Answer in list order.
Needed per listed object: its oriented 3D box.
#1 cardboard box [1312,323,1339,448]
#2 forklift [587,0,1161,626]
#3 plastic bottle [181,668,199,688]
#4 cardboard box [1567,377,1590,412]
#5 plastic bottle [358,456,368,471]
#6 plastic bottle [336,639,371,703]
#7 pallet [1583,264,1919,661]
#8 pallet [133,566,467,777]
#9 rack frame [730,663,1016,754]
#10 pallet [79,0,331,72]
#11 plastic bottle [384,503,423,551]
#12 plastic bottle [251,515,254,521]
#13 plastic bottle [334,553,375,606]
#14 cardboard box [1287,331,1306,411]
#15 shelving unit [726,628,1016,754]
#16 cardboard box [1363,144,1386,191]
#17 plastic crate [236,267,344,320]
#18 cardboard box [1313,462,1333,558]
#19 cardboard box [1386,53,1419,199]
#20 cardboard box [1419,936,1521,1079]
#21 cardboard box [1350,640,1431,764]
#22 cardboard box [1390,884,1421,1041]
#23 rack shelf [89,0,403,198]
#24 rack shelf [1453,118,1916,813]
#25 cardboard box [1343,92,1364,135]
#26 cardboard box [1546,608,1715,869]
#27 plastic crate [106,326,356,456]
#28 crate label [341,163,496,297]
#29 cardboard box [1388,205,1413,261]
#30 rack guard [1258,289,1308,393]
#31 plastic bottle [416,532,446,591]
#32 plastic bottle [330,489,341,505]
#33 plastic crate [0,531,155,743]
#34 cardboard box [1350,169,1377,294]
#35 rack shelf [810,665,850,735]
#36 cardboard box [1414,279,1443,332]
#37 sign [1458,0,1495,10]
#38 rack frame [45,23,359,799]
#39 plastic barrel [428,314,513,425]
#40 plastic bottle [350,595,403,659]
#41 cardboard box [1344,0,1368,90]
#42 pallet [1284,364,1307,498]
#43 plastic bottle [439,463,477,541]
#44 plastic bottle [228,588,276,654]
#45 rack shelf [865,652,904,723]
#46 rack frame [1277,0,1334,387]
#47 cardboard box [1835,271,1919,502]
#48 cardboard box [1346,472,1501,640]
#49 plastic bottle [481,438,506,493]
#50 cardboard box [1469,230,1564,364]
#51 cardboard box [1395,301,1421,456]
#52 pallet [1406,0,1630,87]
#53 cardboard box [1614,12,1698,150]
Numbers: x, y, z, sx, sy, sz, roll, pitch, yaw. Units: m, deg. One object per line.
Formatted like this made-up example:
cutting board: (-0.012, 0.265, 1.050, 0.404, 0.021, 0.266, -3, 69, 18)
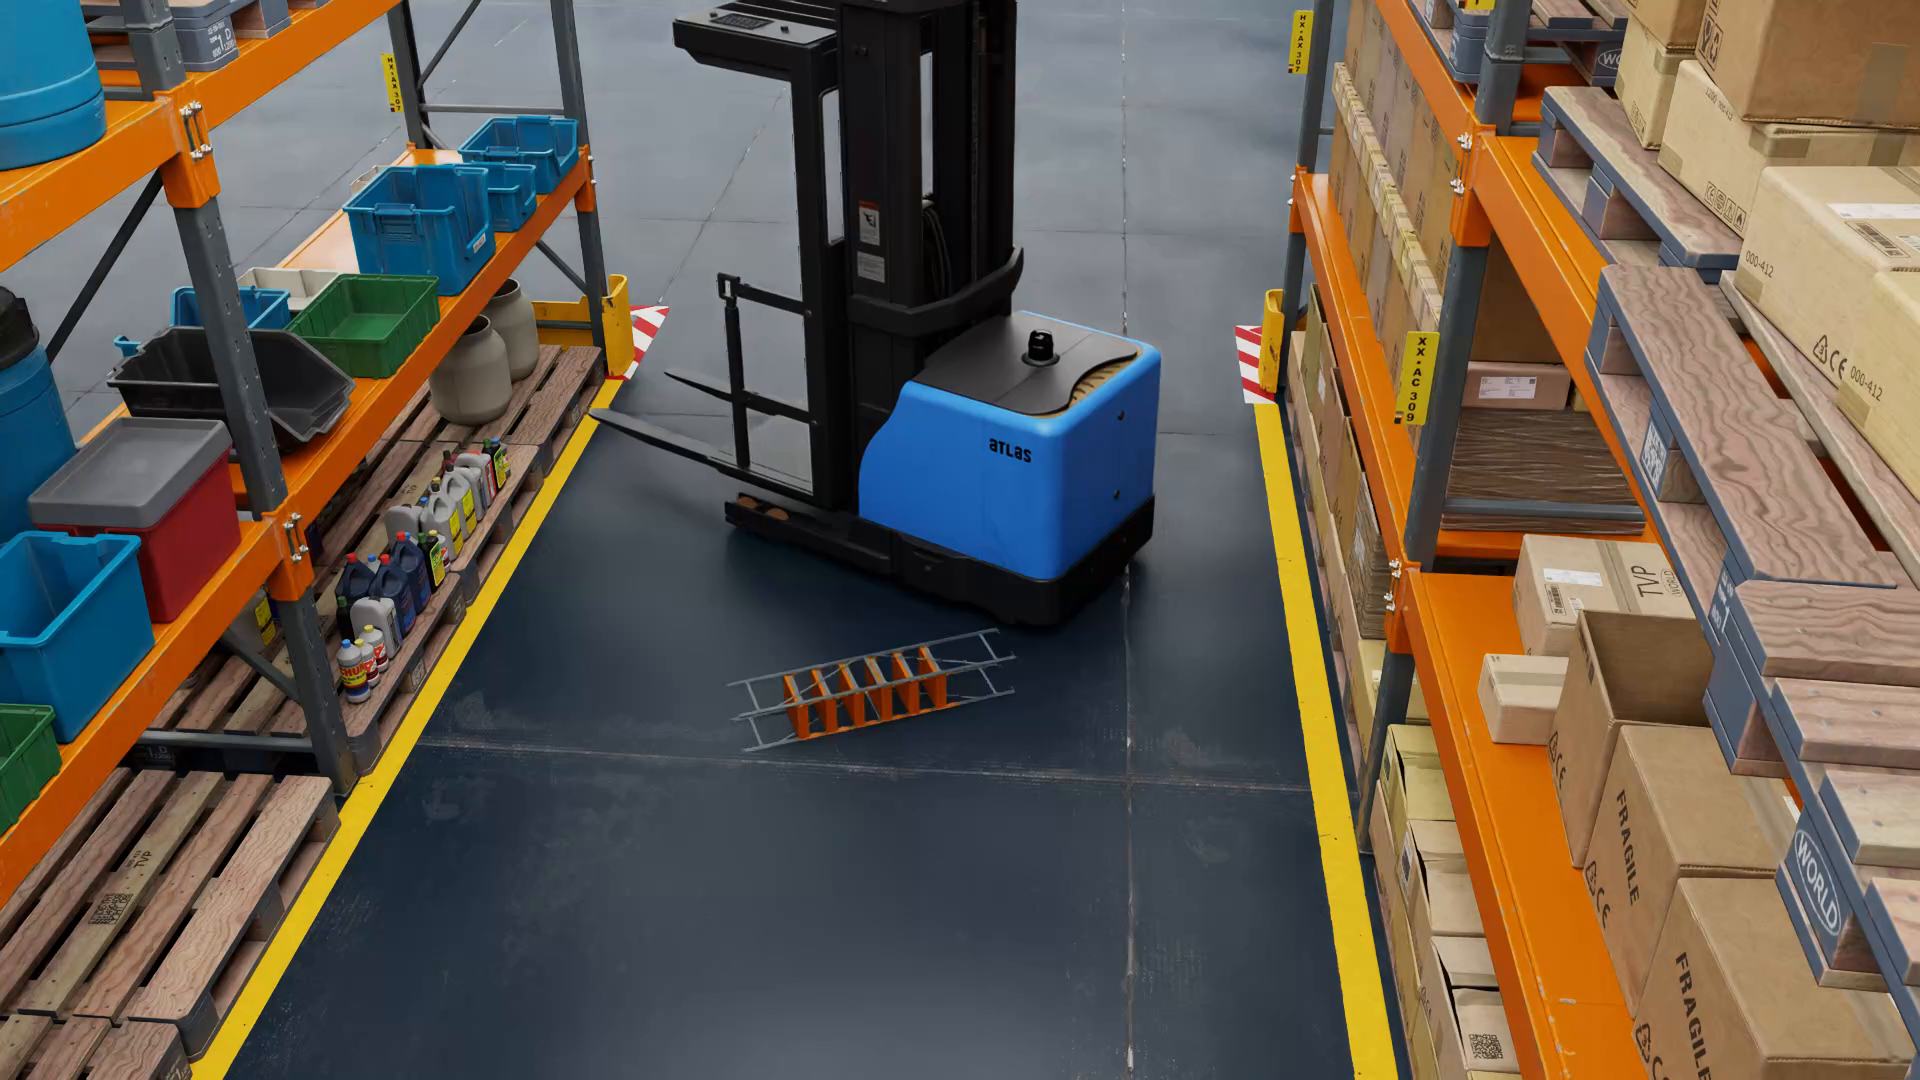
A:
cardboard box: (2.009, -0.716, 8.058, 0.500, 0.500, 0.500, 2, 32, 4)
forklift: (-0.566, -1.447, 7.804, 3.031, 2.935, 1.130, 19, 37, 28)
plastic bottle: (-3.202, 0.496, 6.834, 0.097, 0.201, 0.097, 0, 32, 0)
cardboard box: (2.230, -0.542, 5.557, 0.380, 0.149, 0.250, 2, 32, 4)
plastic bottle: (-3.054, -0.487, 8.363, 0.097, 0.271, 0.097, 0, 32, 0)
plastic bottle: (-2.458, 0.522, 6.726, 0.097, 0.271, 0.097, 0, 32, 0)
pallet: (1.744, -0.140, 2.939, 1.003, 0.211, 1.213, 4, 32, 6)
pallet: (-2.825, 0.533, 7.184, 1.003, 0.211, 1.213, 2, 32, 4)
rack frame: (-0.365, 0.707, 7.090, 1.200, 0.006, 0.240, -11, 33, -16)
pallet: (-2.960, -1.883, 5.767, 1.213, 0.211, 1.003, 2, 32, 4)
plastic bottle: (-2.542, -0.051, 7.650, 0.152, 0.276, 0.135, 2, 32, 4)
plastic bottle: (-3.114, 0.017, 7.468, 0.144, 0.351, 0.185, 2, 32, 4)
plastic bottle: (-2.585, 0.225, 7.131, 0.144, 0.351, 0.185, 2, 32, 4)
cardboard box: (2.076, -0.920, 9.104, 0.500, 0.250, 0.500, 2, 32, 4)
shelving unit: (-0.366, 0.629, 7.042, 1.200, 0.189, 0.258, -11, 33, -16)
cardboard box: (1.992, -1.632, 7.325, 0.380, 0.149, 0.250, 2, 32, 3)
plastic crate: (-3.041, -1.052, 7.350, 0.530, 0.136, 0.437, 2, 32, 4)
cardboard box: (1.952, -0.136, 7.832, 0.500, 0.250, 0.500, 2, 32, 4)
cardboard box: (2.168, -1.706, 6.827, 0.700, 0.500, 0.500, 2, 32, 4)
cardboard box: (1.647, 1.400, 4.806, 0.500, 0.311, 0.500, 1, 32, 2)
cardboard box: (1.835, 0.649, 6.559, 0.500, 0.250, 0.500, 2, 32, 4)
cardboard box: (1.693, 1.368, 5.391, 0.500, 0.250, 0.500, 3, 32, 5)
rack shelf: (-2.758, -2.321, 6.984, 1.077, 0.370, 4.000, 2, 32, 4)
rack shelf: (1.853, -0.016, 3.244, 1.077, 0.370, 4.000, 2, 32, 4)
cardboard box: (2.054, -2.037, 7.983, 0.380, 0.149, 0.250, 3, 32, 4)
cardboard box: (1.894, 0.543, 4.415, 0.500, 0.500, 0.500, 5, 32, 8)
plastic crate: (-2.752, -0.547, 6.337, 0.767, 0.338, 0.504, 2, 32, 4)
crate label: (-2.476, -1.437, 7.690, 0.502, 0.435, 0.616, 2, 32, 4)
cardboard box: (1.929, -1.225, 6.665, 0.380, 0.149, 0.250, 3, 32, 5)
rack guard: (2.343, -1.131, 9.609, 1.175, 0.500, 0.348, 2, 32, 4)
plastic bottle: (-2.371, 0.077, 7.436, 0.061, 0.283, 0.133, 4, 32, 6)
plastic bottle: (-3.082, -0.308, 8.072, 0.097, 0.271, 0.097, 0, 32, 0)
plastic crate: (-2.701, 0.292, 4.932, 0.392, 0.384, 0.575, 2, 32, 4)
cardboard box: (2.206, -1.448, 7.645, 0.700, 0.500, 0.500, 3, 32, 4)
rack shelf: (-0.550, 0.665, 6.987, 0.103, 0.180, 0.258, -11, 33, -16)
cardboard box: (1.865, -0.827, 6.020, 0.380, 0.149, 0.250, 2, 32, 3)
sign: (1.462, -1.645, 4.633, 0.100, 0.325, 0.005, 2, 32, 4)
rack frame: (-2.921, -0.305, 5.885, 1.000, 3.000, 0.127, 2, 32, 4)
plastic barrel: (-2.614, -0.906, 8.833, 0.421, 0.512, 0.421, 0, 32, 0)
plastic bottle: (-2.459, 0.349, 7.001, 0.152, 0.276, 0.135, 4, 32, 6)
cardboard box: (2.286, -2.506, 8.126, 0.700, 0.500, 0.500, 3, 32, 4)
pallet: (2.321, -0.594, 9.013, 1.003, 0.211, 1.213, 2, 32, 4)
plastic bottle: (-2.377, -0.187, 7.800, 0.144, 0.351, 0.185, 4, 32, 6)
plastic bottle: (-3.012, 0.293, 7.021, 0.144, 0.351, 0.185, 2, 32, 4)
rack shelf: (-0.324, 0.621, 7.055, 0.103, 0.180, 0.258, -11, 33, -16)
rack frame: (2.341, -2.183, 8.933, 1.000, 3.000, 0.127, 2, 32, 4)
cardboard box: (1.753, -0.205, 2.607, 0.500, 0.250, 0.500, 2, 32, 3)
cardboard box: (1.888, 0.069, 6.785, 0.500, 0.500, 0.500, 2, 32, 4)
plastic bottle: (-2.299, -0.386, 8.187, 0.061, 0.283, 0.133, 3, 32, 5)
cardboard box: (2.045, -0.918, 5.549, 0.700, 0.500, 0.500, 3, 32, 4)
cardboard box: (2.082, -0.642, 6.338, 0.700, 0.500, 0.500, 2, 32, 3)
pallet: (2.059, -1.778, 5.501, 1.003, 0.211, 1.213, 2, 32, 4)
cardboard box: (1.956, -1.161, 4.159, 0.500, 0.250, 0.500, 6, 32, 9)
